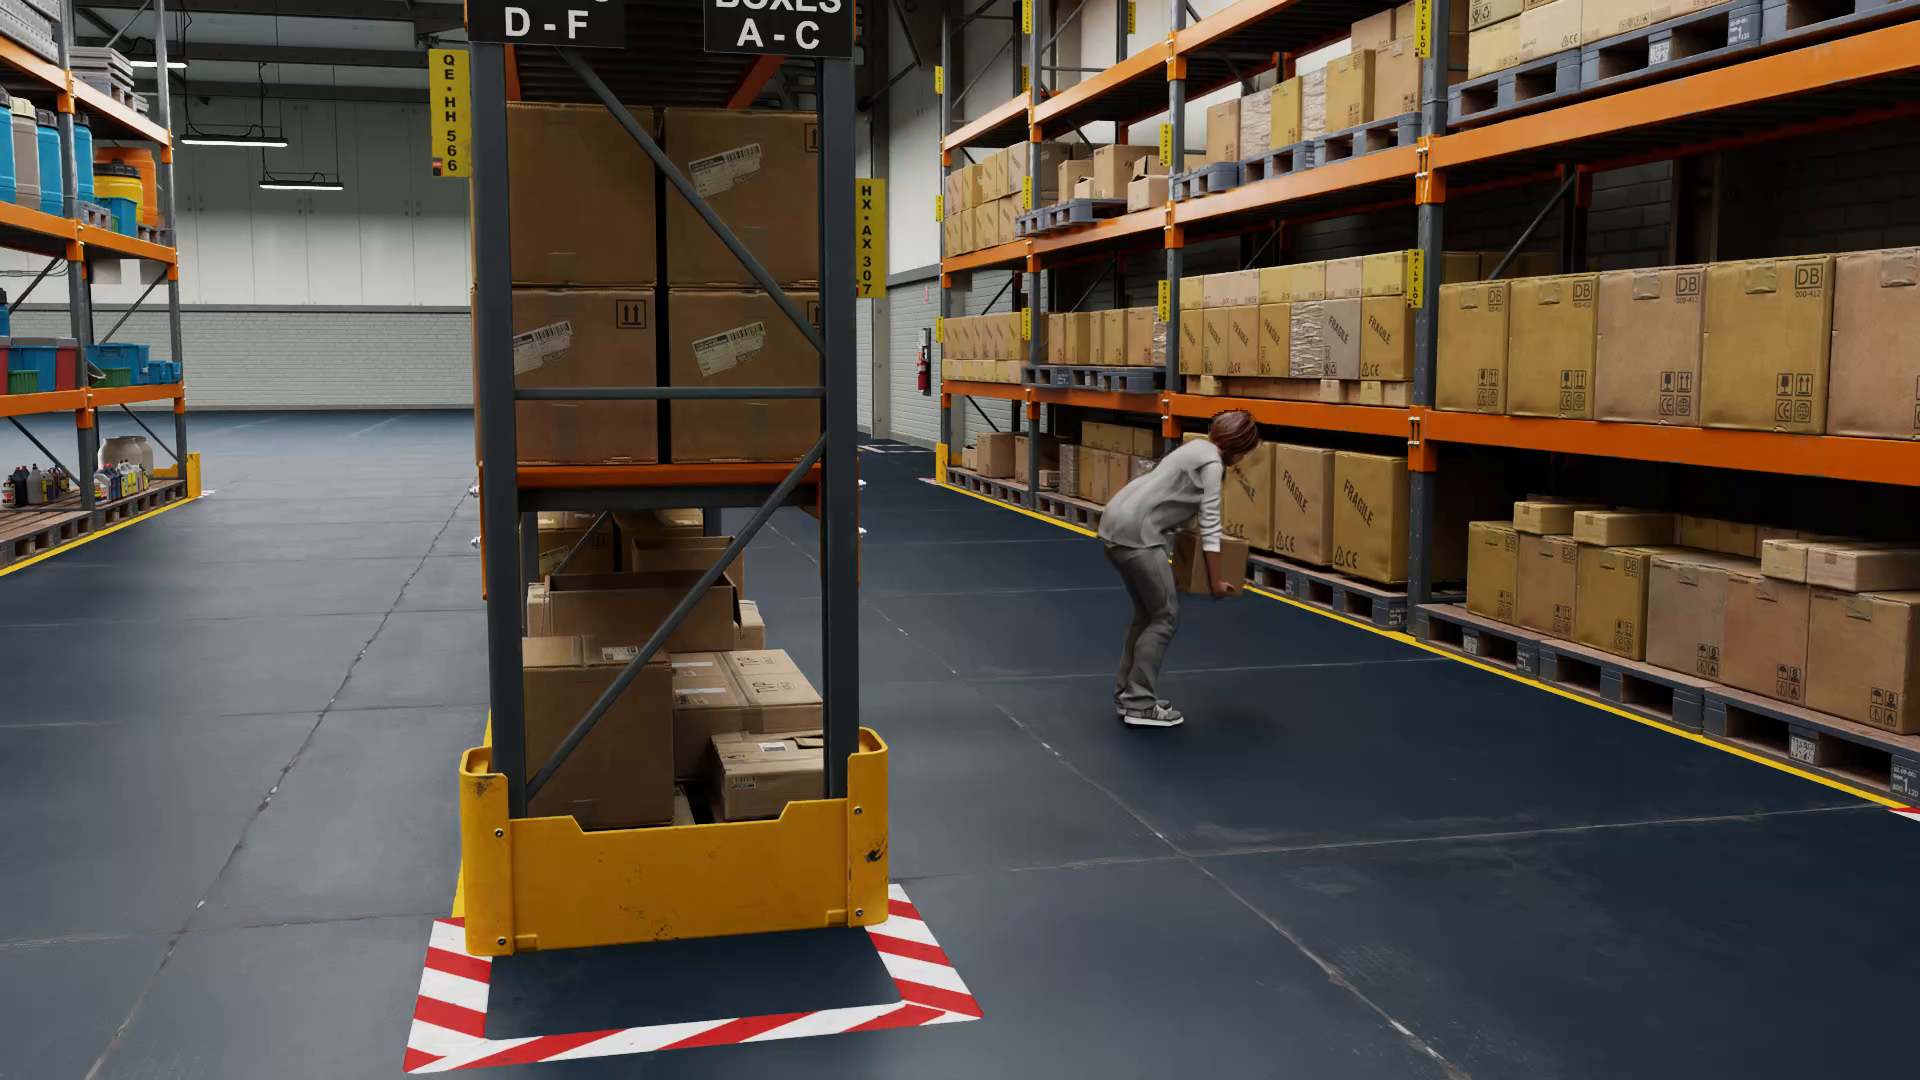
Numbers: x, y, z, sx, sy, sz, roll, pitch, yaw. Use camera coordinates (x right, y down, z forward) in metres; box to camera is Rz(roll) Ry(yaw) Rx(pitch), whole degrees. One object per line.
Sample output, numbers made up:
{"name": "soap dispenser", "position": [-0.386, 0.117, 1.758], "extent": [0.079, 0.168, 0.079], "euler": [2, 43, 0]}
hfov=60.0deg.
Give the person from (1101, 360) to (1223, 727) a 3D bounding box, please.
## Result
{"name": "person", "position": [0.874, 0.058, 7.319], "extent": [0.494, 1.496, 0.404], "euler": [-1, 6, -13]}
